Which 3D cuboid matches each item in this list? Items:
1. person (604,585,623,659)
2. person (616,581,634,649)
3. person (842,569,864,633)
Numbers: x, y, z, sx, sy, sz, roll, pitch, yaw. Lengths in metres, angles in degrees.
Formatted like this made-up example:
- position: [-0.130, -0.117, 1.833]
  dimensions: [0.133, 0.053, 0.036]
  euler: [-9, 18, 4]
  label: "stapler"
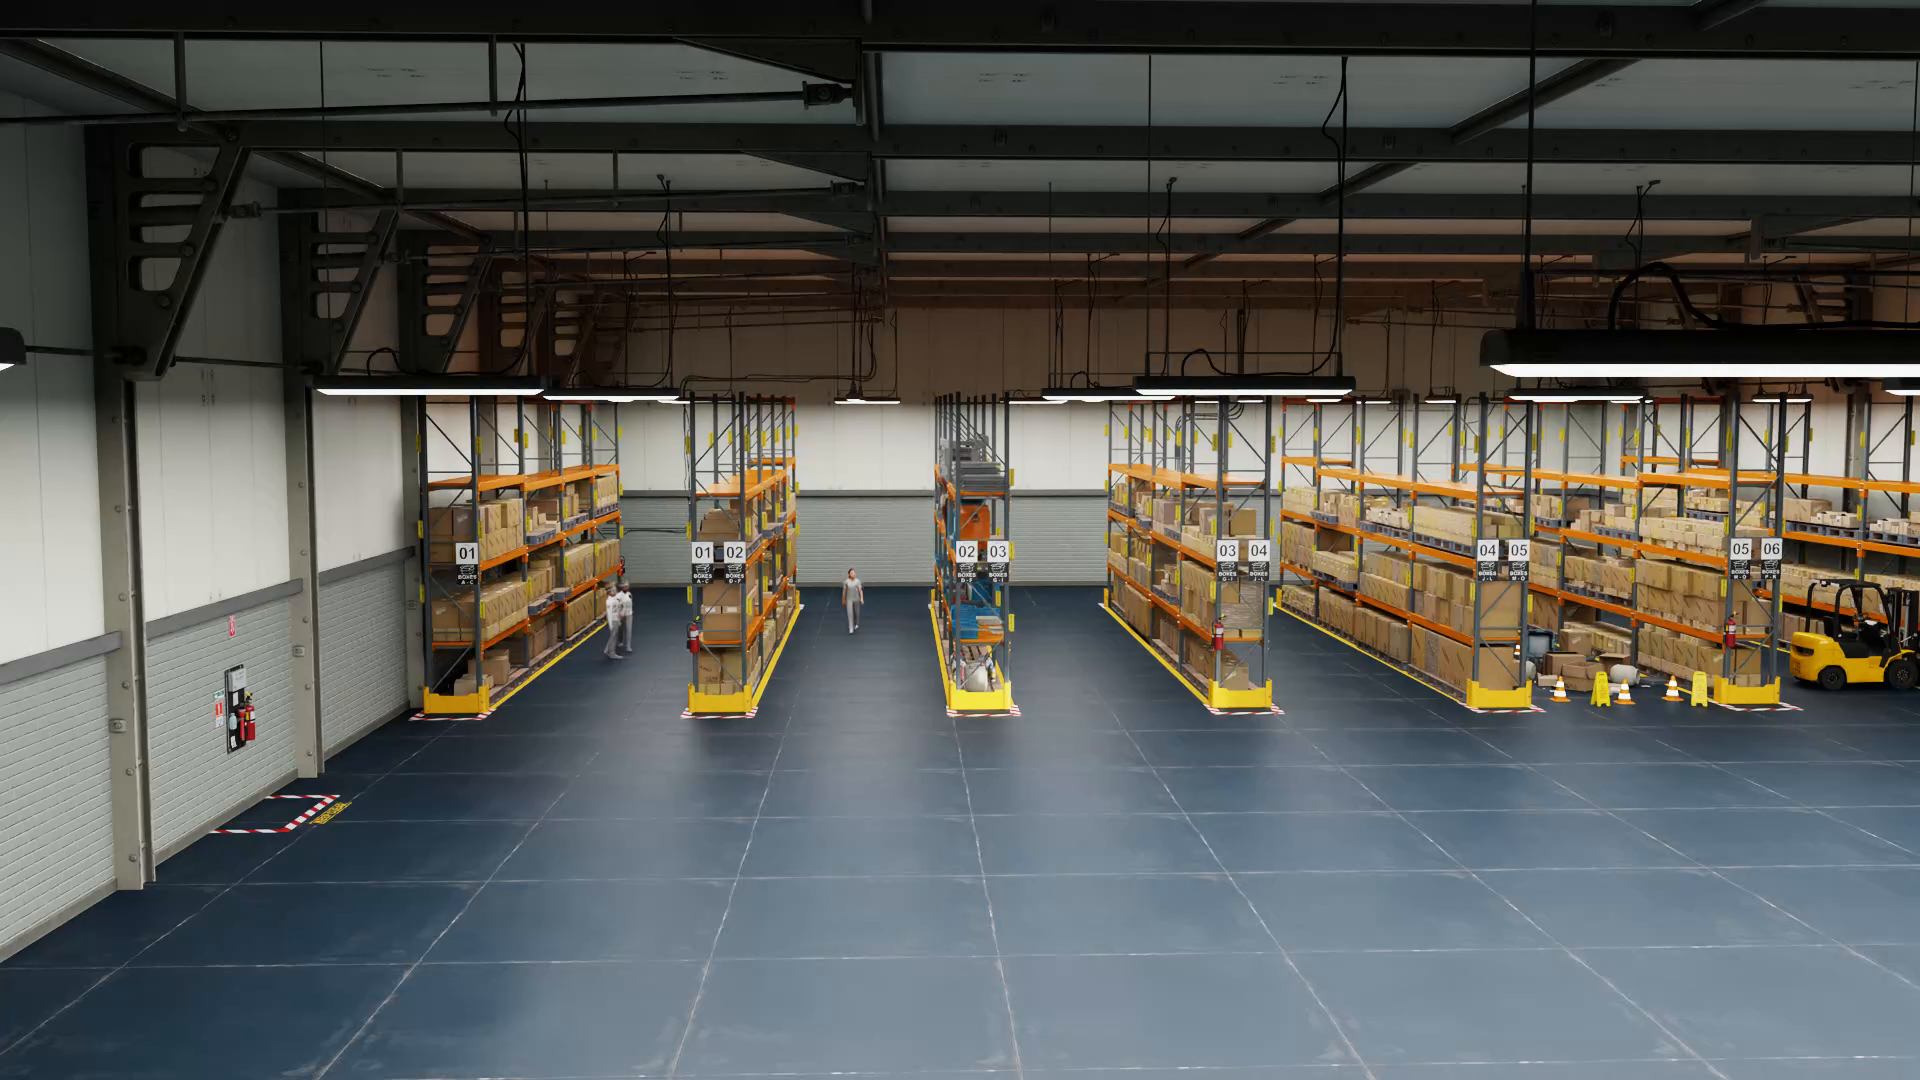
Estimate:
- position: [-7.866, 1.850, 37.737]
  dimensions: [0.450, 1.696, 0.507]
  euler: [-1, 5, -13]
  label: "person"
- position: [-7.884, 1.741, 39.134]
  dimensions: [0.426, 1.590, 0.792]
  euler: [-1, 5, -10]
  label: "person"
- position: [-2.729, 1.534, 42.224]
  dimensions: [0.549, 1.621, 1.064]
  euler: [0, 5, -6]
  label: "person"
